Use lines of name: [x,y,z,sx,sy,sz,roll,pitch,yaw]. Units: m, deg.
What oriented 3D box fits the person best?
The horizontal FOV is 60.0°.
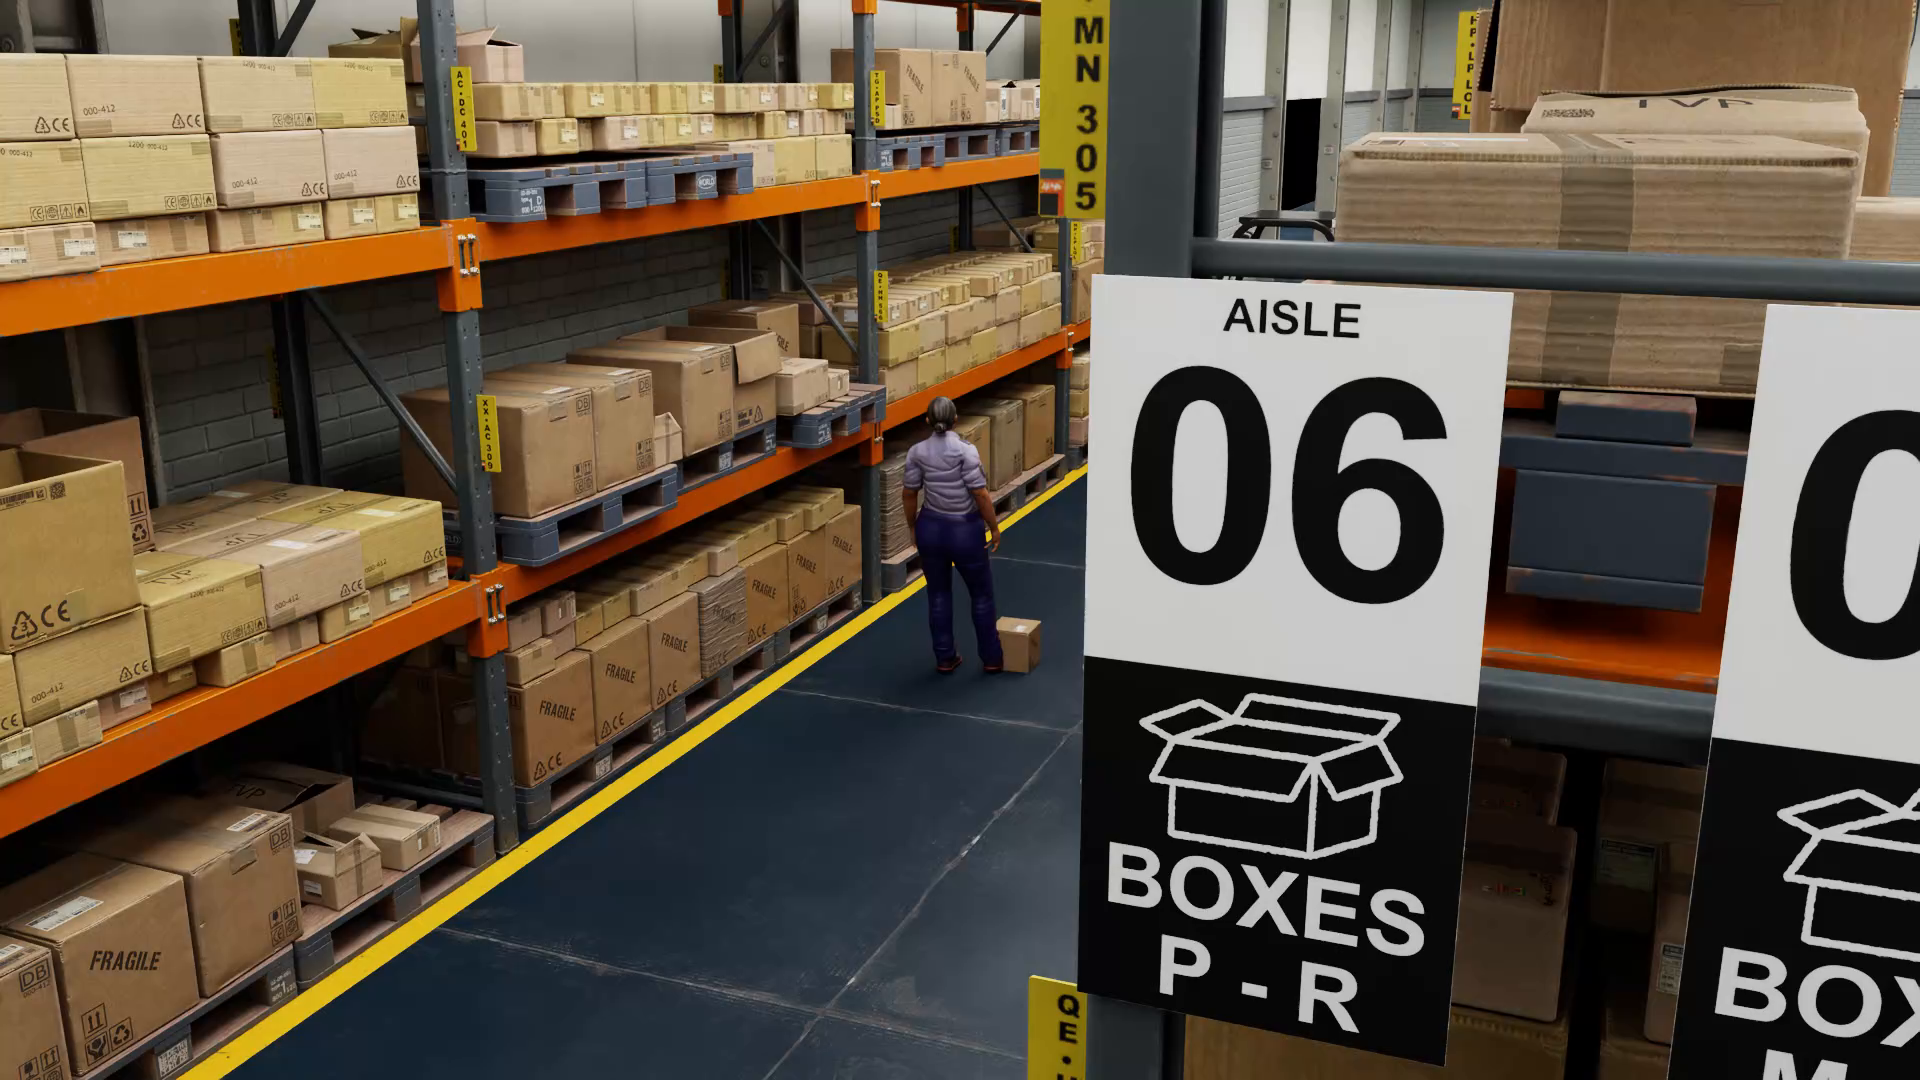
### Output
person: [-0.003,-0.040,9.662,0.598,1.651,0.502,6,17,21]
